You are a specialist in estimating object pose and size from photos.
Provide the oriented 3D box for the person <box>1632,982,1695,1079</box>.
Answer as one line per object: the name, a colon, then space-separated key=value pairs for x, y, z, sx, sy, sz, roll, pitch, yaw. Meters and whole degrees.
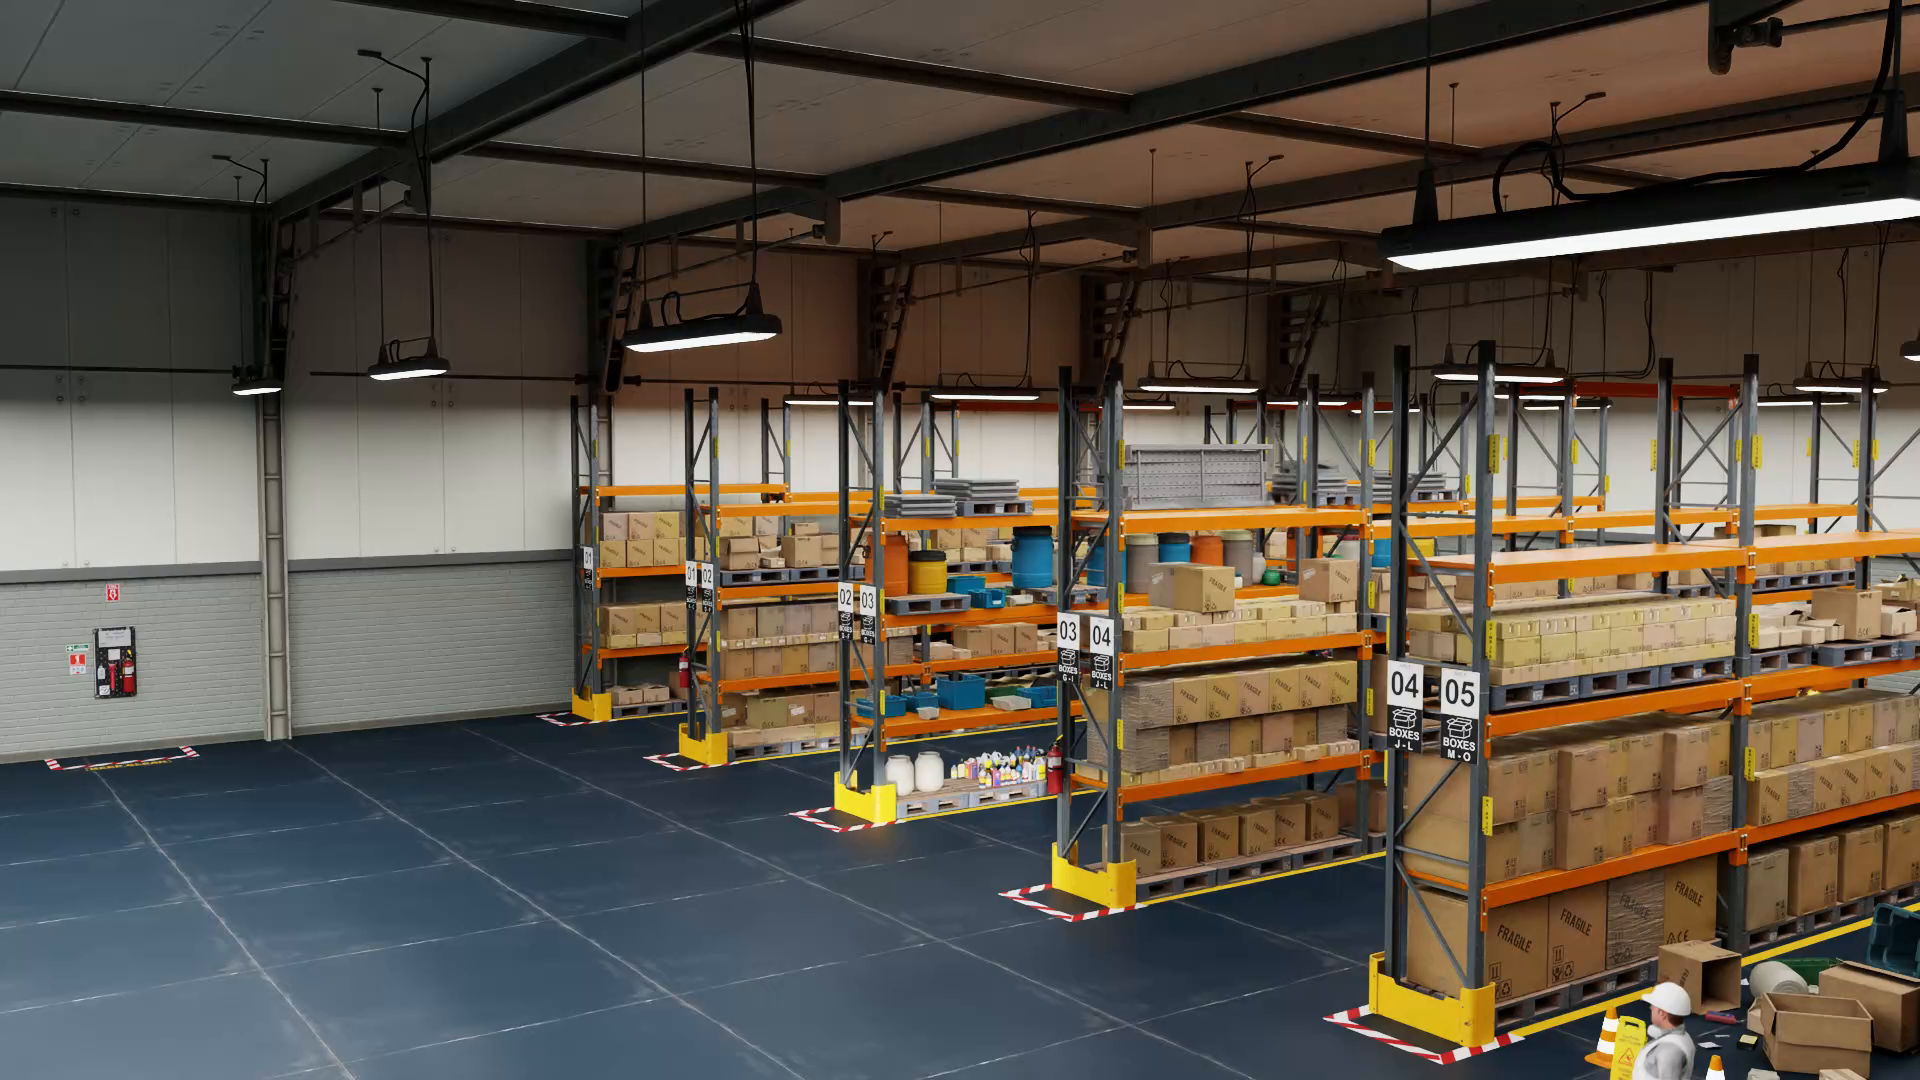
person: x=4.316 y=3.652 z=10.347 sx=0.454 sy=1.785 sz=0.635 roll=1 pitch=4 yaw=23

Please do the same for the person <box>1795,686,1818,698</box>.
person: x=12.540 y=2.830 z=24.618 sx=1.001 sy=1.743 sz=0.491 roll=-2 pitch=4 yaw=-35
